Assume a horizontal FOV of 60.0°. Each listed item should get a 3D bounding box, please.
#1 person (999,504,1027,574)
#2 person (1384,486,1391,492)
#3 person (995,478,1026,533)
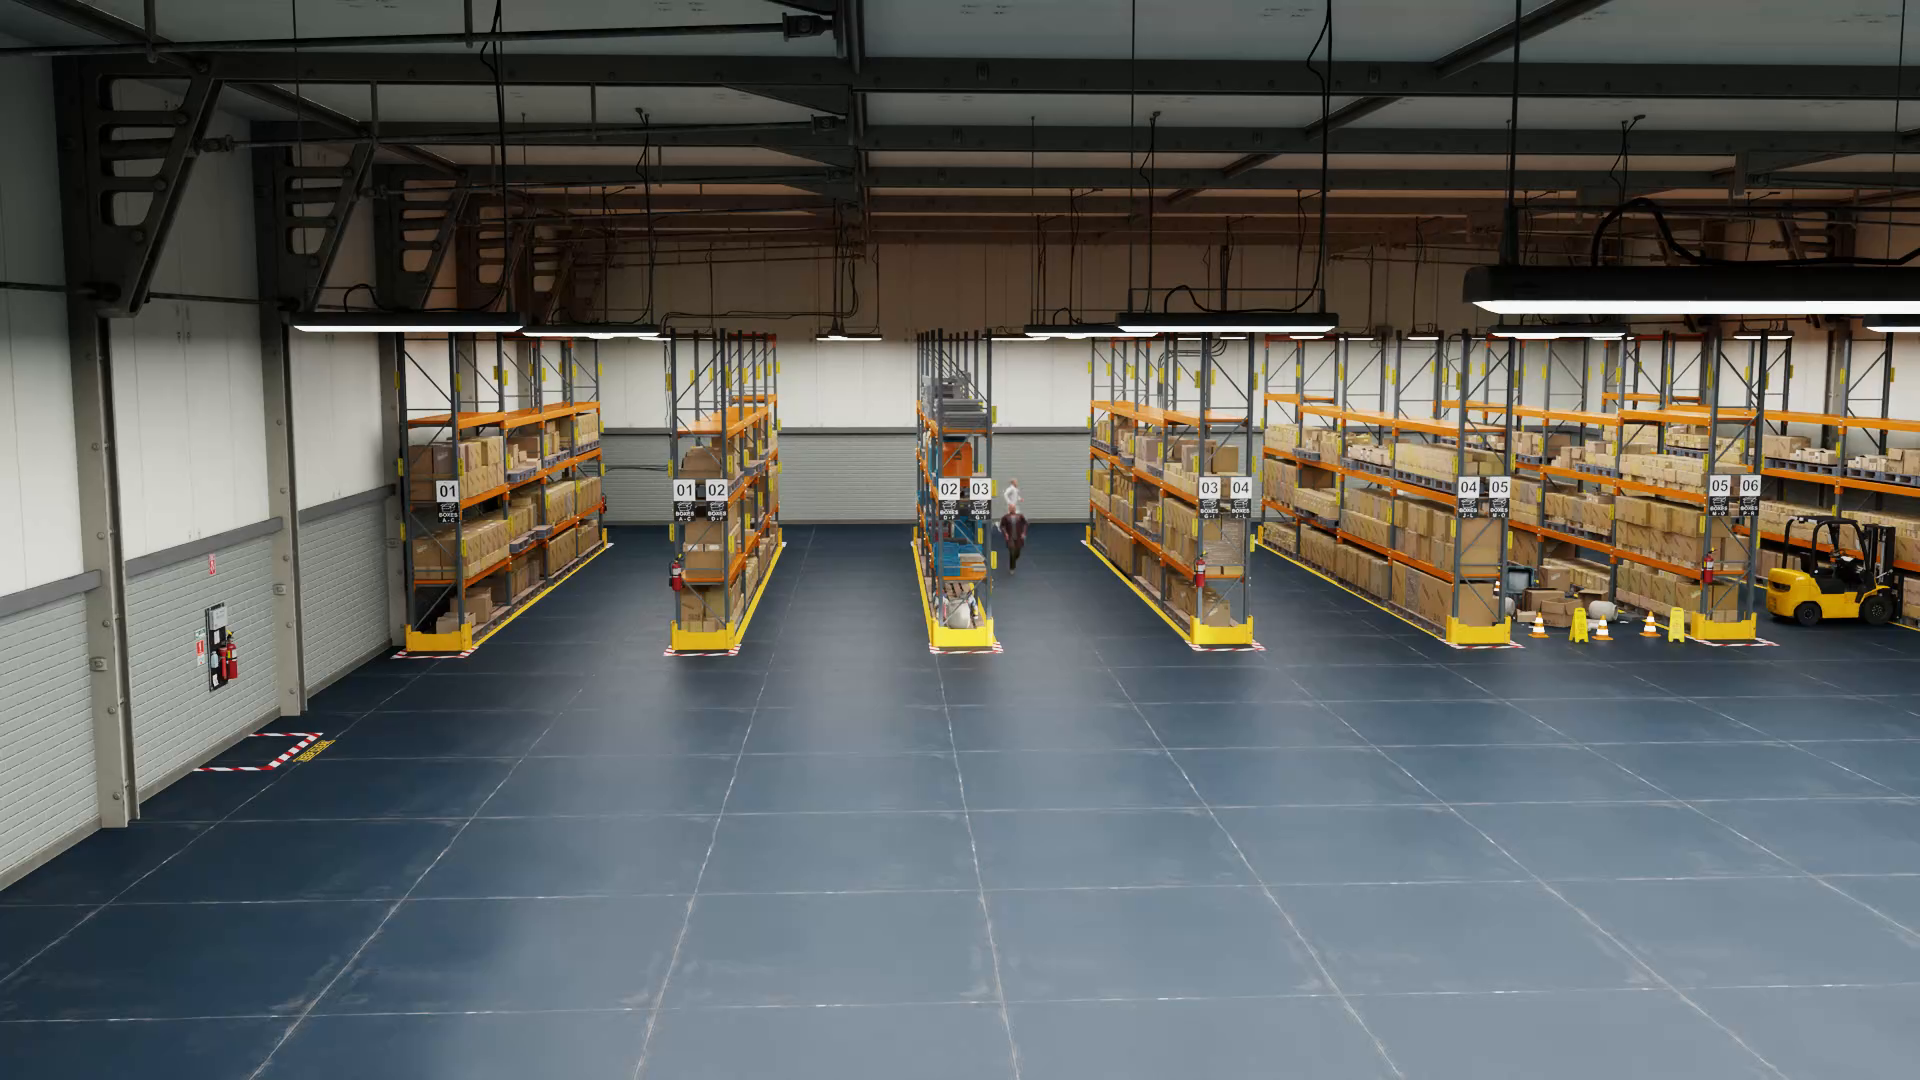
[{"bbox_3d":[1.336,-0.040,41.674,0.711,1.759,0.717,-1,7,-4],"label":"person"},{"bbox_3d":[12.819,-1.025,49.944,0.675,1.811,0.641,-2,7,-17],"label":"person"},{"bbox_3d":[1.486,-0.969,49.466,0.954,1.761,0.689,2,7,14],"label":"person"}]
